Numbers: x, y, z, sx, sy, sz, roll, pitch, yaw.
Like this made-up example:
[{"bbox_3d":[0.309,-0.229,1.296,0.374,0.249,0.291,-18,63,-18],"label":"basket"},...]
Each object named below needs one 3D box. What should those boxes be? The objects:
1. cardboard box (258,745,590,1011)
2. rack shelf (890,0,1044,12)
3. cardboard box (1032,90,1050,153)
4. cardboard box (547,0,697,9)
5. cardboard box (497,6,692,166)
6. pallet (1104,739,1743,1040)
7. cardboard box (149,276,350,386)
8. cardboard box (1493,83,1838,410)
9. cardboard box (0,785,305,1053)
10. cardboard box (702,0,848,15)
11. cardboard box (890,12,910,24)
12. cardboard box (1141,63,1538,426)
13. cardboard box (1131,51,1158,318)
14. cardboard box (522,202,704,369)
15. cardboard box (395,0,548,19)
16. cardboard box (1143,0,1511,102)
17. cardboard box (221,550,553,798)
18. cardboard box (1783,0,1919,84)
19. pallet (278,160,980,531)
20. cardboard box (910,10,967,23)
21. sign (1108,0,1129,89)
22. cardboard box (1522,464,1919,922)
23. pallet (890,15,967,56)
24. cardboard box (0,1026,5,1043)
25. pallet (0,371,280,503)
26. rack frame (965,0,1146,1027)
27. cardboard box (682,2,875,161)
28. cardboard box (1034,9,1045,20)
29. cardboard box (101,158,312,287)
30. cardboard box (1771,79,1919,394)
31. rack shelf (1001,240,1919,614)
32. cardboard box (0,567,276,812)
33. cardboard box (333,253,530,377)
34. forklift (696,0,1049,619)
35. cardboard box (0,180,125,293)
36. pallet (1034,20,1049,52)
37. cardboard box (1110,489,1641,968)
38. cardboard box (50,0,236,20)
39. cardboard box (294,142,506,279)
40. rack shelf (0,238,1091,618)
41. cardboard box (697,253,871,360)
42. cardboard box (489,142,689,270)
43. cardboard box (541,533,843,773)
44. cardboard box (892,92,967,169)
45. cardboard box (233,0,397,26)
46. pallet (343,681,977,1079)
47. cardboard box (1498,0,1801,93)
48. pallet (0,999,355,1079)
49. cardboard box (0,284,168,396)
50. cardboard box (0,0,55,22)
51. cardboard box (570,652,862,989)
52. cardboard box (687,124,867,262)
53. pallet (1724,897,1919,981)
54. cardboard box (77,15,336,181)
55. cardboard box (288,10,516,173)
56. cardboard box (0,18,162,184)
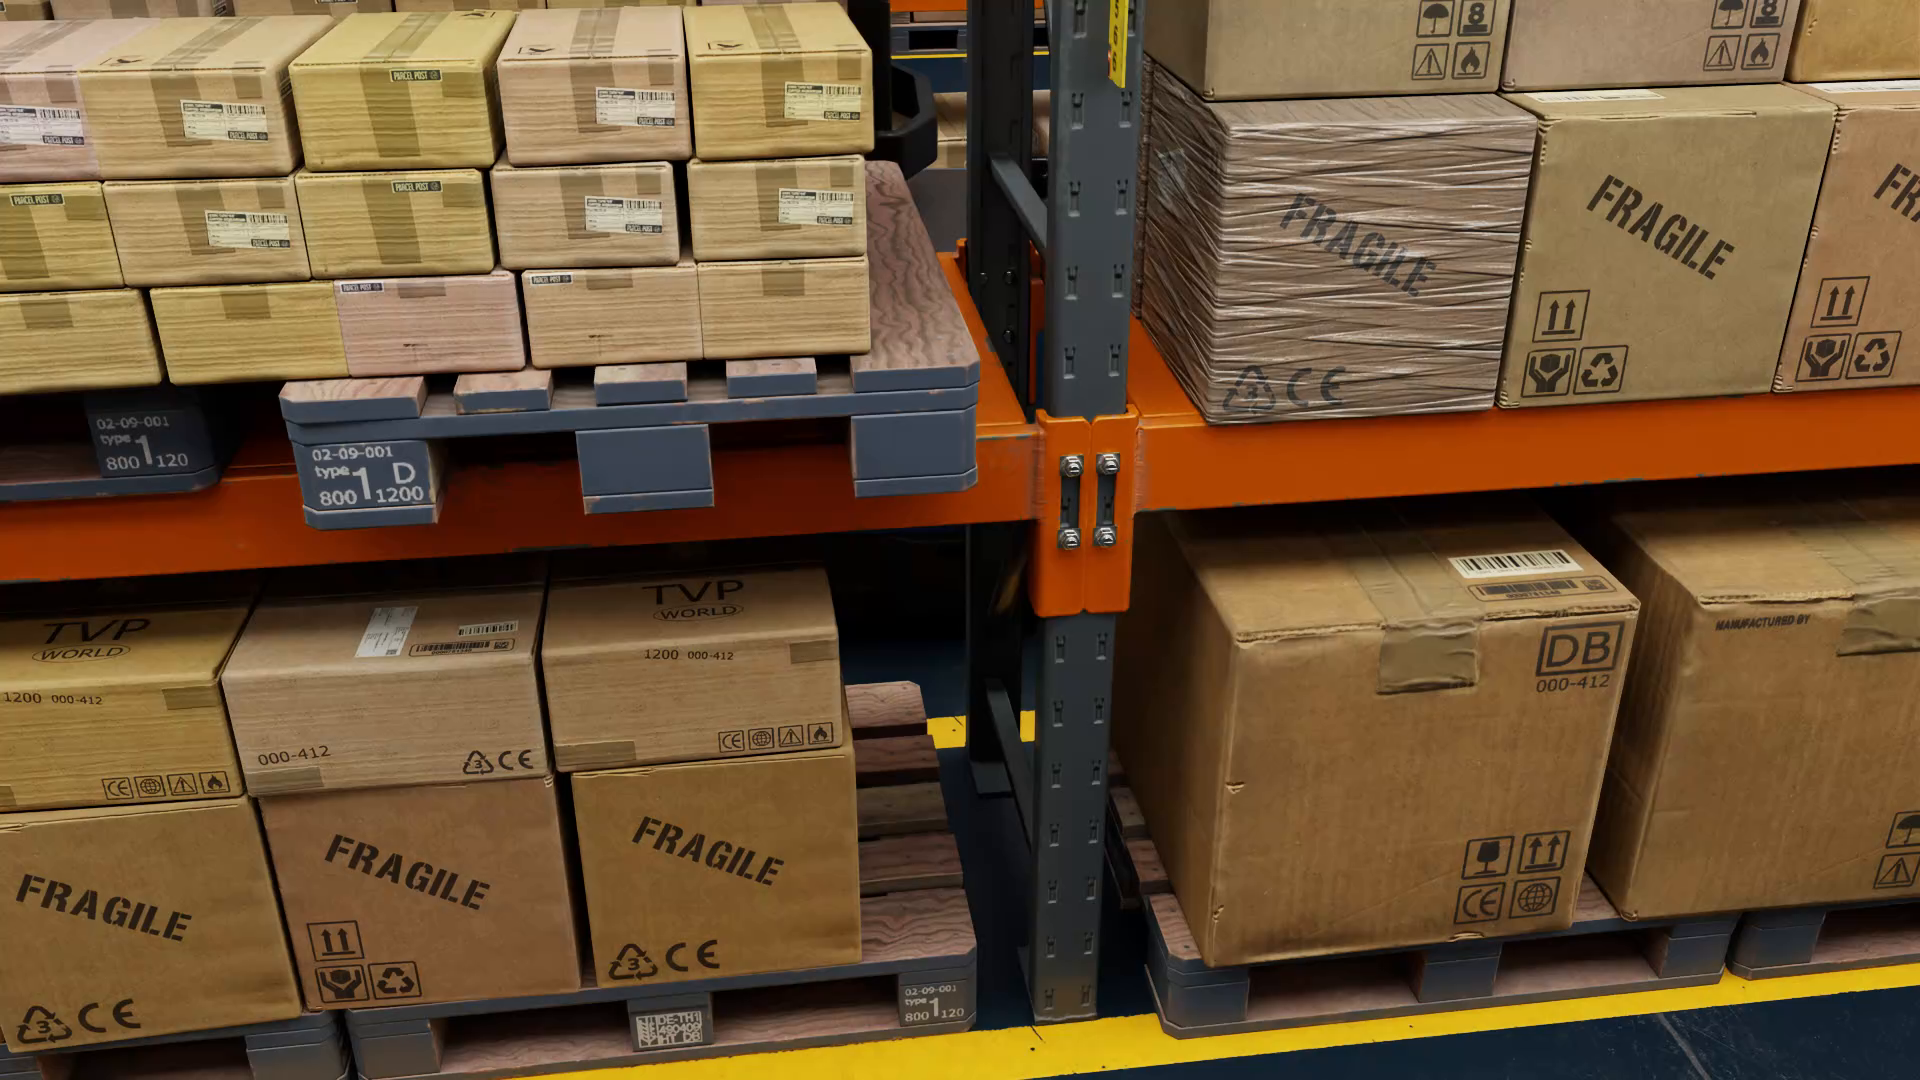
[{"bbox_3d":[-0.985,0.530,3.209,0.500,0.500,0.500,-3,27,-5],"label":"cardboard box"},{"bbox_3d":[1.335,-2.625,7.867,4.000,0.370,1.077,-4,27,-7],"label":"rack shelf"},{"bbox_3d":[0.645,-1.917,8.119,0.625,0.372,0.950,-4,27,-8],"label":"cardboard box"},{"bbox_3d":[-0.606,-0.966,3.010,0.250,0.149,0.380,-4,27,-9],"label":"cardboard box"},{"bbox_3d":[-0.526,-0.673,2.439,0.250,0.149,0.380,-4,27,-8],"label":"cardboard box"},{"bbox_3d":[0.936,0.638,3.775,1.213,0.211,1.003,-4,27,-7],"label":"pallet"},{"bbox_3d":[-1.028,-0.376,2.513,0.250,0.149,0.380,-4,27,-8],"label":"cardboard box"},{"bbox_3d":[1.130,-0.571,2.967,0.500,0.500,0.500,-4,27,-8],"label":"cardboard box"},{"bbox_3d":[-1.507,0.571,3.129,0.500,0.500,0.500,-5,28,-9],"label":"cardboard box"},{"bbox_3d":[-0.344,-0.984,3.045,0.250,0.149,0.380,-4,27,-7],"label":"cardboard box"},{"bbox_3d":[-0.721,-4.225,12.340,0.625,0.625,0.875,-3,27,-5],"label":"cardboard box"},{"bbox_3d":[0.627,-0.537,2.902,0.500,0.500,0.500,-3,27,-7],"label":"cardboard box"},{"bbox_3d":[0.553,-0.781,3.376,0.500,0.500,0.500,-4,27,-7],"label":"cardboard box"},{"bbox_3d":[-0.526,-0.407,2.573,0.250,0.149,0.380,-4,27,-7],"label":"cardboard box"},{"bbox_3d":[-0.849,-0.952,2.984,0.250,0.149,0.380,-4,27,-7],"label":"cardboard box"},{"bbox_3d":[0.591,-1.100,2.902,0.500,0.500,0.700,-4,27,-7],"label":"cardboard box"},{"bbox_3d":[-0.995,0.205,3.022,0.500,0.250,0.500,-3,27,-6],"label":"cardboard box"},{"bbox_3d":[1.599,-1.166,3.032,0.500,0.500,0.700,-4,27,-8],"label":"cardboard box"},{"bbox_3d":[-0.546,-0.407,2.968,1.003,0.211,1.213,-4,27,-7],"label":"pallet"},{"bbox_3d":[-0.075,-4.270,12.428,0.625,0.625,0.875,-3,27,-5],"label":"cardboard box"},{"bbox_3d":[0.230,-0.821,2.384,0.005,0.325,0.100,-4,27,-7],"label":"sign"},{"bbox_3d":[1.625,0.173,3.632,0.750,0.750,1.050,-3,27,-6],"label":"cardboard box"},{"bbox_3d":[-0.520,-3.855,12.532,1.213,0.211,1.003,-4,27,-7],"label":"pallet"},{"bbox_3d":[-2.007,0.593,3.087,0.500,0.500,0.500,-3,27,-6],"label":"cardboard box"},{"bbox_3d":[-1.810,-0.356,2.869,1.213,0.211,1.003,-4,27,-7],"label":"pallet"},{"bbox_3d":[0.145,-0.586,3.107,0.127,3.000,1.000,-4,27,-7],"label":"rack frame"},{"bbox_3d":[-0.277,-0.688,2.468,0.250,0.149,0.380,-5,28,-9],"label":"cardboard box"},{"bbox_3d":[0.592,-4.313,12.511,0.625,0.625,0.875,-5,28,-9],"label":"cardboard box"},{"bbox_3d":[-1.053,-0.505,2.438,0.250,0.149,0.380,-4,27,-7],"label":"cardboard box"},{"bbox_3d":[1.629,-0.603,3.029,0.500,0.500,0.500,-4,27,-7],"label":"cardboard box"},{"bbox_3d":[2.125,-0.393,3.519,4.000,0.370,1.077,-4,27,-7],"label":"rack shelf"},{"bbox_3d":[-1.500,0.230,2.973,0.500,0.250,0.500,-3,27,-6],"label":"cardboard box"},{"bbox_3d":[-0.781,-0.391,2.541,0.250,0.149,0.380,-3,27,-6],"label":"cardboard box"},{"bbox_3d":[-0.901,-1.259,4.493,3.031,2.935,1.130,-2,27,-3],"label":"forklift"},{"bbox_3d":[-1.300,-0.490,2.409,0.250,0.149,0.380,-4,27,-7],"label":"cardboard box"},{"bbox_3d":[0.686,-3.931,12.681,1.213,0.211,1.003,-4,27,-7],"label":"pallet"},{"bbox_3d":[0.760,0.230,3.521,0.750,0.750,1.050,-4,27,-8],"label":"cardboard box"},{"bbox_3d":[-1.379,-0.918,2.916,0.250,0.149,0.380,-2,27,-5],"label":"cardboard box"},{"bbox_3d":[-0.805,-0.521,2.468,0.250,0.149,0.380,-3,27,-6],"label":"cardboard box"},{"bbox_3d":[-1.836,-0.139,3.023,4.000,0.370,1.077,-4,27,-7],"label":"rack shelf"},{"bbox_3d":[-0.280,-0.422,2.602,0.250,0.149,0.380,-3,27,-6],"label":"cardboard box"},{"bbox_3d":[-0.545,-0.539,2.503,0.250,0.149,0.380,-3,27,-5],"label":"cardboard box"},{"bbox_3d":[-0.496,0.167,3.095,0.500,0.250,0.500,-4,27,-8],"label":"cardboard box"},{"bbox_3d":[-0.084,-1.867,8.021,0.625,0.372,0.950,-5,28,-11],"label":"cardboard box"},{"bbox_3d":[-1.112,-0.936,2.951,0.250,0.149,0.380,-5,28,-9],"label":"cardboard box"},{"bbox_3d":[-0.629,0.703,3.648,1.213,0.211,1.003,-4,27,-7],"label":"pallet"},{"bbox_3d":[1.091,-1.132,2.966,0.500,0.500,0.700,-4,27,-8],"label":"cardboard box"},{"bbox_3d":[-1.835,0.780,3.499,1.213,0.211,1.003,-4,27,-7],"label":"pallet"},{"bbox_3d":[-1.294,-0.359,2.478,0.250,0.149,0.380,-5,28,-9],"label":"cardboard box"},{"bbox_3d":[-1.641,-0.900,2.881,0.250,0.149,0.380,-3,27,-6],"label":"cardboard box"},{"bbox_3d":[-0.471,0.499,3.270,0.500,0.500,0.500,-4,27,-7],"label":"cardboard box"},{"bbox_3d":[-0.281,-0.556,2.538,0.250,0.149,0.380,-3,27,-6],"label":"cardboard box"},{"bbox_3d":[2.141,0.562,3.923,1.213,0.211,1.003,-4,27,-7],"label":"pallet"},{"bbox_3d":[-1.049,-0.637,2.370,0.250,0.149,0.380,-3,27,-6],"label":"cardboard box"},{"bbox_3d":[-0.785,-0.656,2.406,0.250,0.149,0.380,-3,27,-6],"label":"cardboard box"},{"bbox_3d":[-1.289,-0.625,2.345,0.250,0.149,0.380,-4,27,-7],"label":"cardboard box"}]
